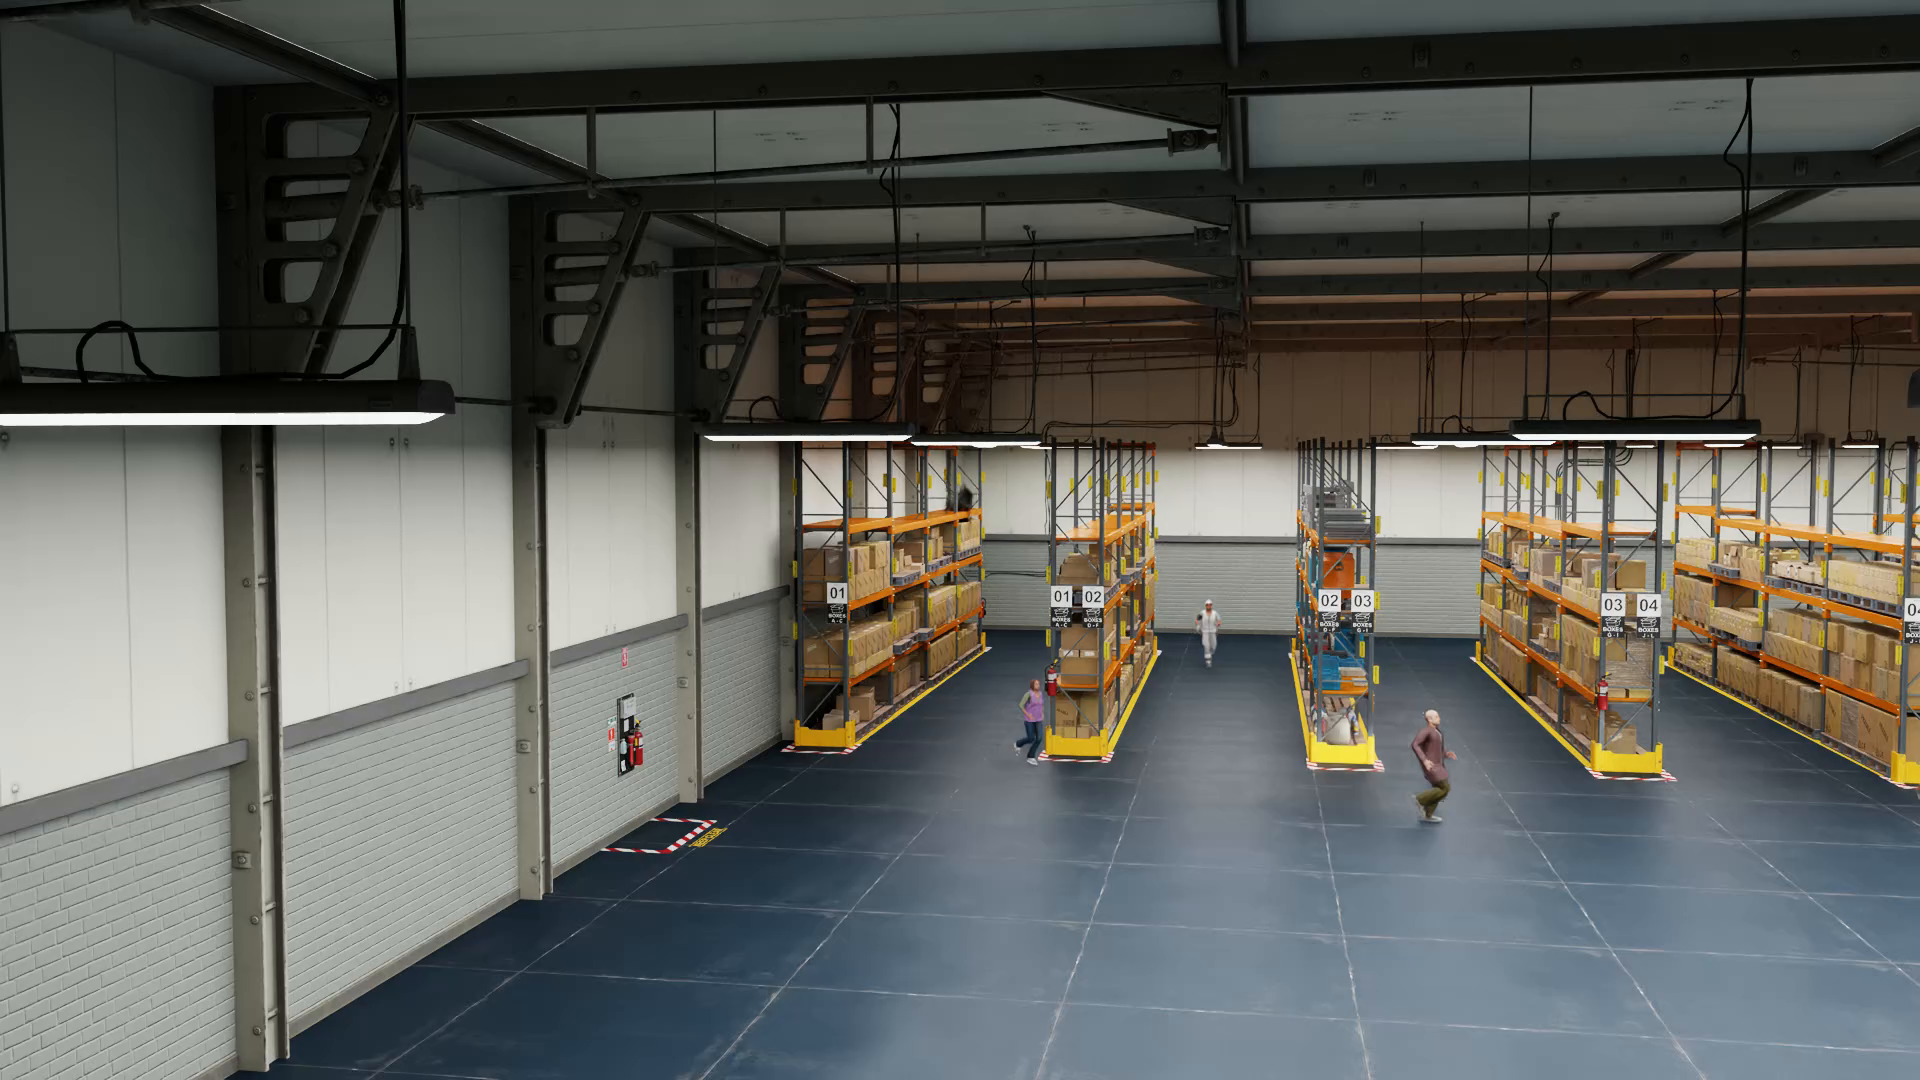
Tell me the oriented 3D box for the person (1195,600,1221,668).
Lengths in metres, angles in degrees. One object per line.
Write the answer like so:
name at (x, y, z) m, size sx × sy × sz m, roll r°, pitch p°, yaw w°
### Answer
person at (6.613, 2.484, 44.213) m, size 0.667 × 1.768 × 0.973 m, roll 0°, pitch 3°, yaw -1°

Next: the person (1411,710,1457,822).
person at (7.334, 3.494, 25.667) m, size 0.628 × 1.732 × 0.704 m, roll 2°, pitch 4°, yaw 32°

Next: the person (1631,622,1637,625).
person at (17.770, 2.522, 44.302) m, size 0.740 × 1.708 × 0.775 m, roll 1°, pitch 3°, yaw 15°

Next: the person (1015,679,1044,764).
person at (1.323, 3.329, 30.697) m, size 0.566 × 1.558 × 0.607 m, roll -2°, pitch 4°, yaw -34°
